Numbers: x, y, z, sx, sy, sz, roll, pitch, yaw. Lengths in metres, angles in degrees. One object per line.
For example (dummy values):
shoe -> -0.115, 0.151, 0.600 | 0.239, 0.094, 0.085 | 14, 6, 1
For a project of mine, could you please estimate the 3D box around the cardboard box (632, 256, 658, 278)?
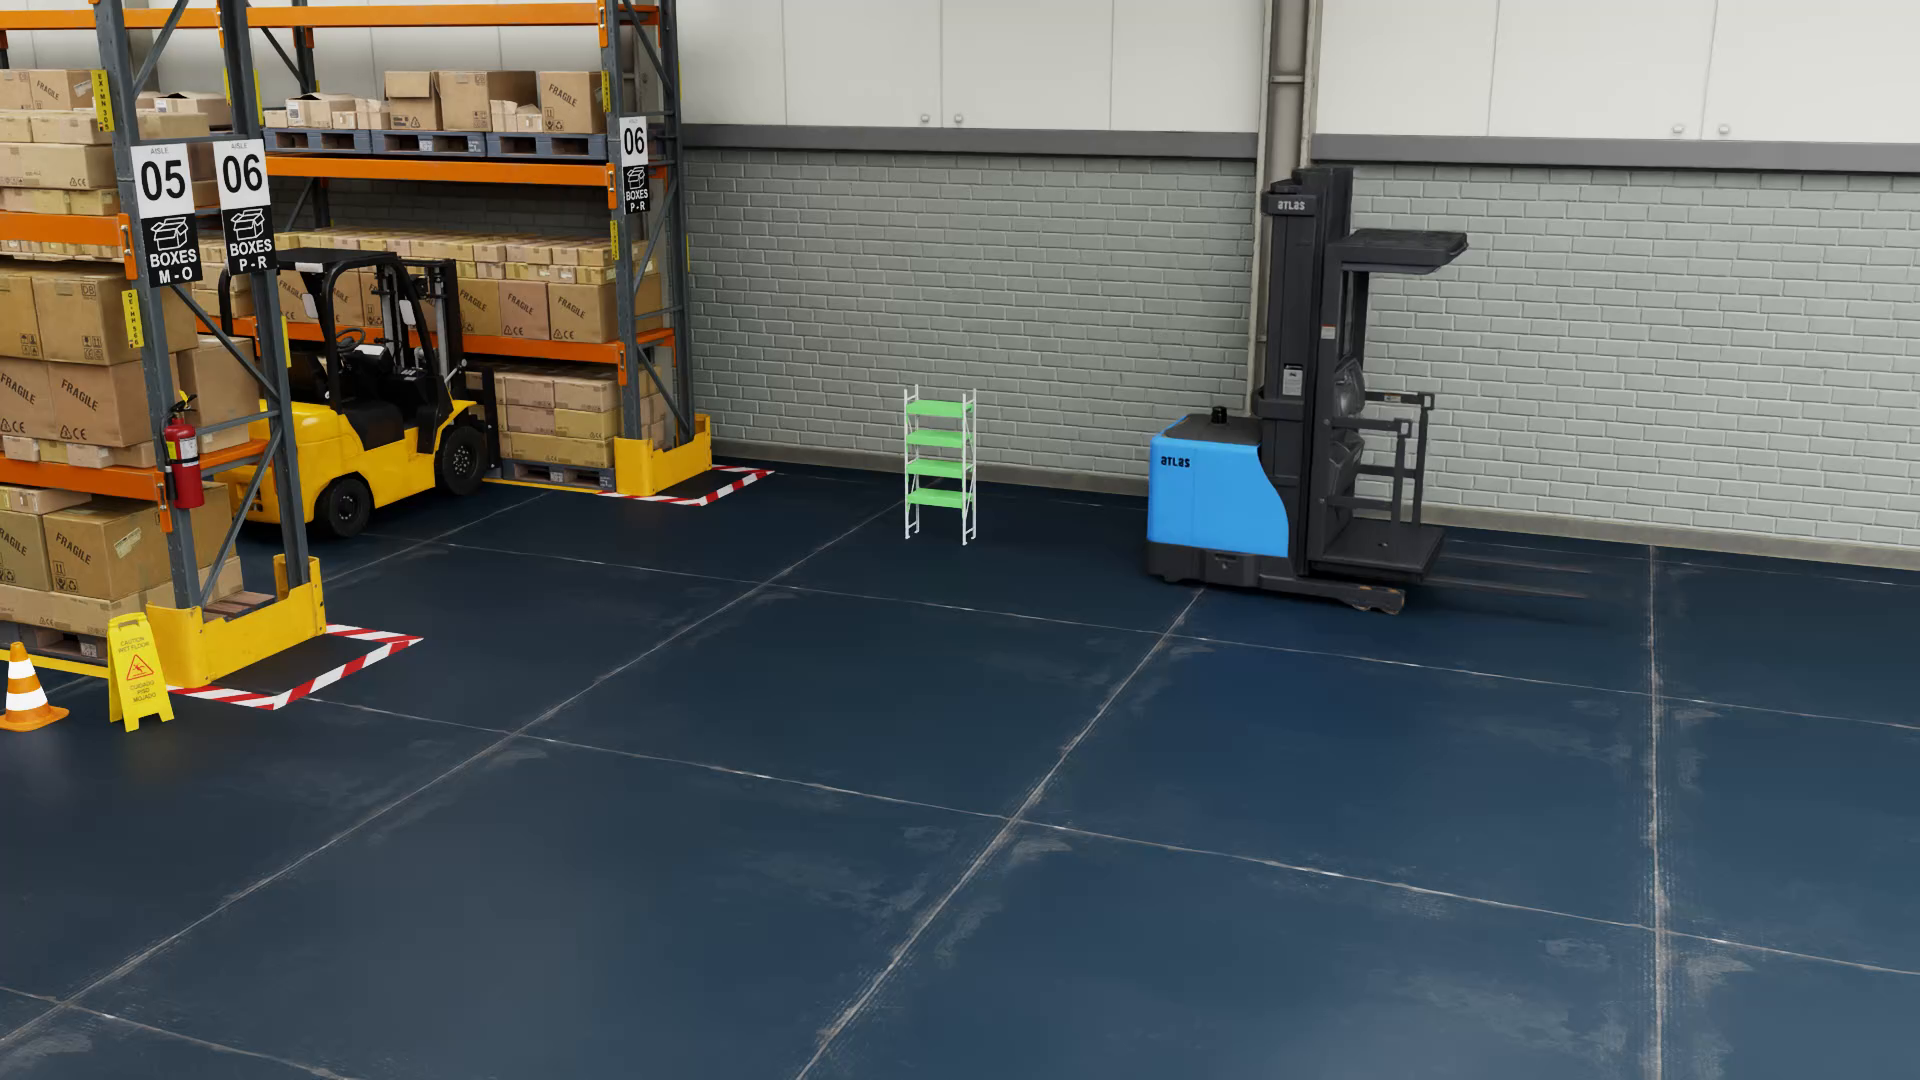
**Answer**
cardboard box -> -2.904, -2.446, 14.876 | 0.250, 0.149, 0.380 | 6, 17, 19

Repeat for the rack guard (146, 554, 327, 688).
rack guard -> -4.572, 0.496, 10.569 | 0.348, 0.500, 1.175 | 6, 17, 21

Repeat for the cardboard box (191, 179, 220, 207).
cardboard box -> -4.691, -2.135, 10.218 | 0.250, 0.149, 0.380 | 6, 17, 21

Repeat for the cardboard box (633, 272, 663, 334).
cardboard box -> -3.043, -2.155, 15.038 | 0.500, 0.500, 0.500 | 7, 18, 22

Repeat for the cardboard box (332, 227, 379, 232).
cardboard box -> -5.779, -2.905, 15.925 | 0.250, 0.149, 0.380 | 6, 17, 19

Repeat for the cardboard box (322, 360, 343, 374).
cardboard box -> -5.598, -1.569, 15.584 | 0.500, 0.250, 0.500 | 6, 17, 21

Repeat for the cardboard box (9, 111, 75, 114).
cardboard box -> -5.679, -2.598, 10.381 | 0.250, 0.149, 0.380 | 6, 17, 20

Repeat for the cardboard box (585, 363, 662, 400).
cardboard box -> -3.061, -1.444, 15.153 | 0.500, 0.250, 0.500 | 6, 17, 20

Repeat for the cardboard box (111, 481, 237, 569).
cardboard box -> -5.173, -0.095, 10.953 | 0.500, 0.500, 0.500 | 6, 17, 19

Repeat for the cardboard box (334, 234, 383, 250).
cardboard box -> -5.498, -2.707, 15.240 | 0.250, 0.149, 0.380 | 7, 17, 22

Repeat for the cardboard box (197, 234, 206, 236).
cardboard box -> -7.820, -2.989, 16.746 | 0.250, 0.149, 0.380 | 6, 17, 20

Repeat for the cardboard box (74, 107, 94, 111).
cardboard box -> -8.257, -4.076, 15.971 | 0.250, 0.149, 0.380 | 6, 17, 20

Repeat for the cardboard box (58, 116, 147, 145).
cardboard box -> -4.925, -2.358, 9.555 | 0.250, 0.149, 0.380 | 6, 17, 21

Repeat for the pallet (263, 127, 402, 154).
pallet -> -5.602, -3.711, 15.356 | 1.213, 0.211, 1.003 | 6, 17, 21

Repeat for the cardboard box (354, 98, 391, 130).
cardboard box -> -5.136, -3.789, 14.773 | 0.258, 0.266, 0.396 | 6, 17, 19

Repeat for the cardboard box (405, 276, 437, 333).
cardboard box -> -4.666, -2.171, 15.093 | 0.500, 0.500, 0.500 | 6, 17, 21

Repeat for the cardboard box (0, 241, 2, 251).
cardboard box -> -9.689, -3.027, 16.876 | 0.250, 0.149, 0.380 | 7, 17, 22

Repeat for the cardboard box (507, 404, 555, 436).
cardboard box -> -3.714, -1.129, 14.963 | 0.500, 0.250, 0.500 | 6, 17, 20

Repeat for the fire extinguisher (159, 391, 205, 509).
fire extinguisher -> -4.564, -0.528, 9.752 | 0.183, 0.674, 0.296 | 6, 17, 21

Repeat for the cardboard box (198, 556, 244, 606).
cardboard box -> -5.150, 0.268, 11.050 | 0.500, 0.250, 0.500 | 6, 17, 20

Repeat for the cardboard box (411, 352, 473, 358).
cardboard box -> -4.934, -1.652, 15.868 | 0.500, 0.250, 0.500 | 6, 17, 21

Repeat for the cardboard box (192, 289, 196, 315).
cardboard box -> -7.439, -2.355, 16.176 | 0.500, 0.250, 0.500 | 6, 17, 20

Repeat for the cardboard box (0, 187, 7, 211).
cardboard box -> -5.625, -2.077, 10.018 | 0.250, 0.149, 0.380 | 6, 17, 21

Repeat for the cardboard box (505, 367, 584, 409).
cardboard box -> -3.704, -1.363, 14.873 | 0.500, 0.250, 0.500 | 7, 17, 22

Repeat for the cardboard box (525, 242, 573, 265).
cardboard box -> -3.588, -2.506, 14.549 | 0.250, 0.149, 0.380 | 7, 17, 22

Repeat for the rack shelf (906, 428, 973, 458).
rack shelf -> -0.154, -0.762, 13.016 | 0.480, 0.148, 0.258 | 6, 17, 21

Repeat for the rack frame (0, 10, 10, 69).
rack frame -> -10.126, -5.684, 16.612 | 0.127, 3.000, 1.000 | 6, 17, 21

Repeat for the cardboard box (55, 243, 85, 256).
cardboard box -> -8.733, -2.924, 16.523 | 0.250, 0.149, 0.380 | 7, 17, 22

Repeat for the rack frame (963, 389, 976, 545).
rack frame -> 0.073, -0.568, 12.979 | 0.015, 1.200, 0.240 | 6, 17, 21

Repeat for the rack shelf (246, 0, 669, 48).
rack shelf -> -4.544, -4.533, 14.654 | 4.000, 0.370, 1.077 | 6, 17, 21

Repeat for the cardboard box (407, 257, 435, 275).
cardboard box -> -4.774, -2.489, 15.025 | 0.250, 0.149, 0.380 | 6, 17, 19

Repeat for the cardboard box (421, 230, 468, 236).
cardboard box -> -4.817, -2.802, 15.570 | 0.250, 0.149, 0.380 | 6, 17, 20

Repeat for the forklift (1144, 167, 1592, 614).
forklift -> 2.909, -1.066, 11.590 | 3.031, 2.935, 1.130 | 7, 18, 23

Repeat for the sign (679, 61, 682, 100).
sign -> -2.475, -4.026, 14.572 | 0.005, 0.325, 0.100 | 6, 17, 21

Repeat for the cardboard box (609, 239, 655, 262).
cardboard box -> -2.918, -2.577, 14.793 | 0.250, 0.149, 0.380 | 6, 17, 20

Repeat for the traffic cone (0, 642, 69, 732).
traffic cone -> -5.375, 0.812, 9.546 | 0.334, 0.463, 0.336 | 6, 17, 21

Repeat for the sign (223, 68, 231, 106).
sign -> -6.595, -4.092, 15.017 | 0.005, 0.325, 0.100 | 6, 17, 21

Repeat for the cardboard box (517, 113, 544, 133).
cardboard box -> -3.566, -3.560, 14.194 | 0.250, 0.149, 0.380 | 6, 17, 19

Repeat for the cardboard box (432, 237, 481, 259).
cardboard box -> -4.523, -2.624, 14.957 | 0.250, 0.149, 0.380 | 7, 17, 21

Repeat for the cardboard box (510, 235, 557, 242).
cardboard box -> -3.879, -2.685, 15.167 | 0.250, 0.149, 0.380 | 7, 18, 22

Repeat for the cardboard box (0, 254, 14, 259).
cardboard box -> -6.450, -1.530, 10.557 | 0.500, 0.500, 0.700 | 6, 17, 20

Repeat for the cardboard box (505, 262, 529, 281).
cardboard box -> -3.803, -2.396, 14.704 | 0.250, 0.149, 0.380 | 6, 17, 20

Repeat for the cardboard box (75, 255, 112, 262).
cardboard box -> -8.373, -2.707, 16.490 | 0.500, 0.250, 0.500 | 7, 17, 21

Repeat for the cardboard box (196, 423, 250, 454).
cardboard box -> -4.742, -0.665, 10.533 | 0.250, 0.149, 0.380 | 6, 17, 21

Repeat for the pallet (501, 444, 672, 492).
pallet -> -3.411, -0.713, 15.250 | 1.213, 0.211, 1.003 | 6, 17, 21

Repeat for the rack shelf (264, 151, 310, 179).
rack shelf -> -8.265, -3.693, 16.426 | 4.000, 0.370, 1.077 | 6, 17, 21

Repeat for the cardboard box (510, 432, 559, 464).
cardboard box -> -3.696, -0.885, 15.021 | 0.500, 0.250, 0.500 | 6, 17, 21

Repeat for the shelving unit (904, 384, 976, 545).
shelving unit -> -0.154, -0.593, 13.065 | 0.503, 1.200, 0.258 | 6, 17, 21

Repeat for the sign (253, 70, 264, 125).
sign -> -4.303, -2.698, 10.138 | 0.005, 0.325, 0.100 | 6, 17, 21

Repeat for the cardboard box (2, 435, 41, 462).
cardboard box -> -5.686, -0.606, 10.333 | 0.250, 0.149, 0.380 | 7, 17, 22

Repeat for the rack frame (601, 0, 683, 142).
rack frame -> -2.684, -4.866, 13.793 | 0.127, 3.000, 1.000 | 6, 17, 21

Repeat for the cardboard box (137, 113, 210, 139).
cardboard box -> -4.757, -2.489, 10.007 | 0.250, 0.149, 0.380 | 6, 17, 20
